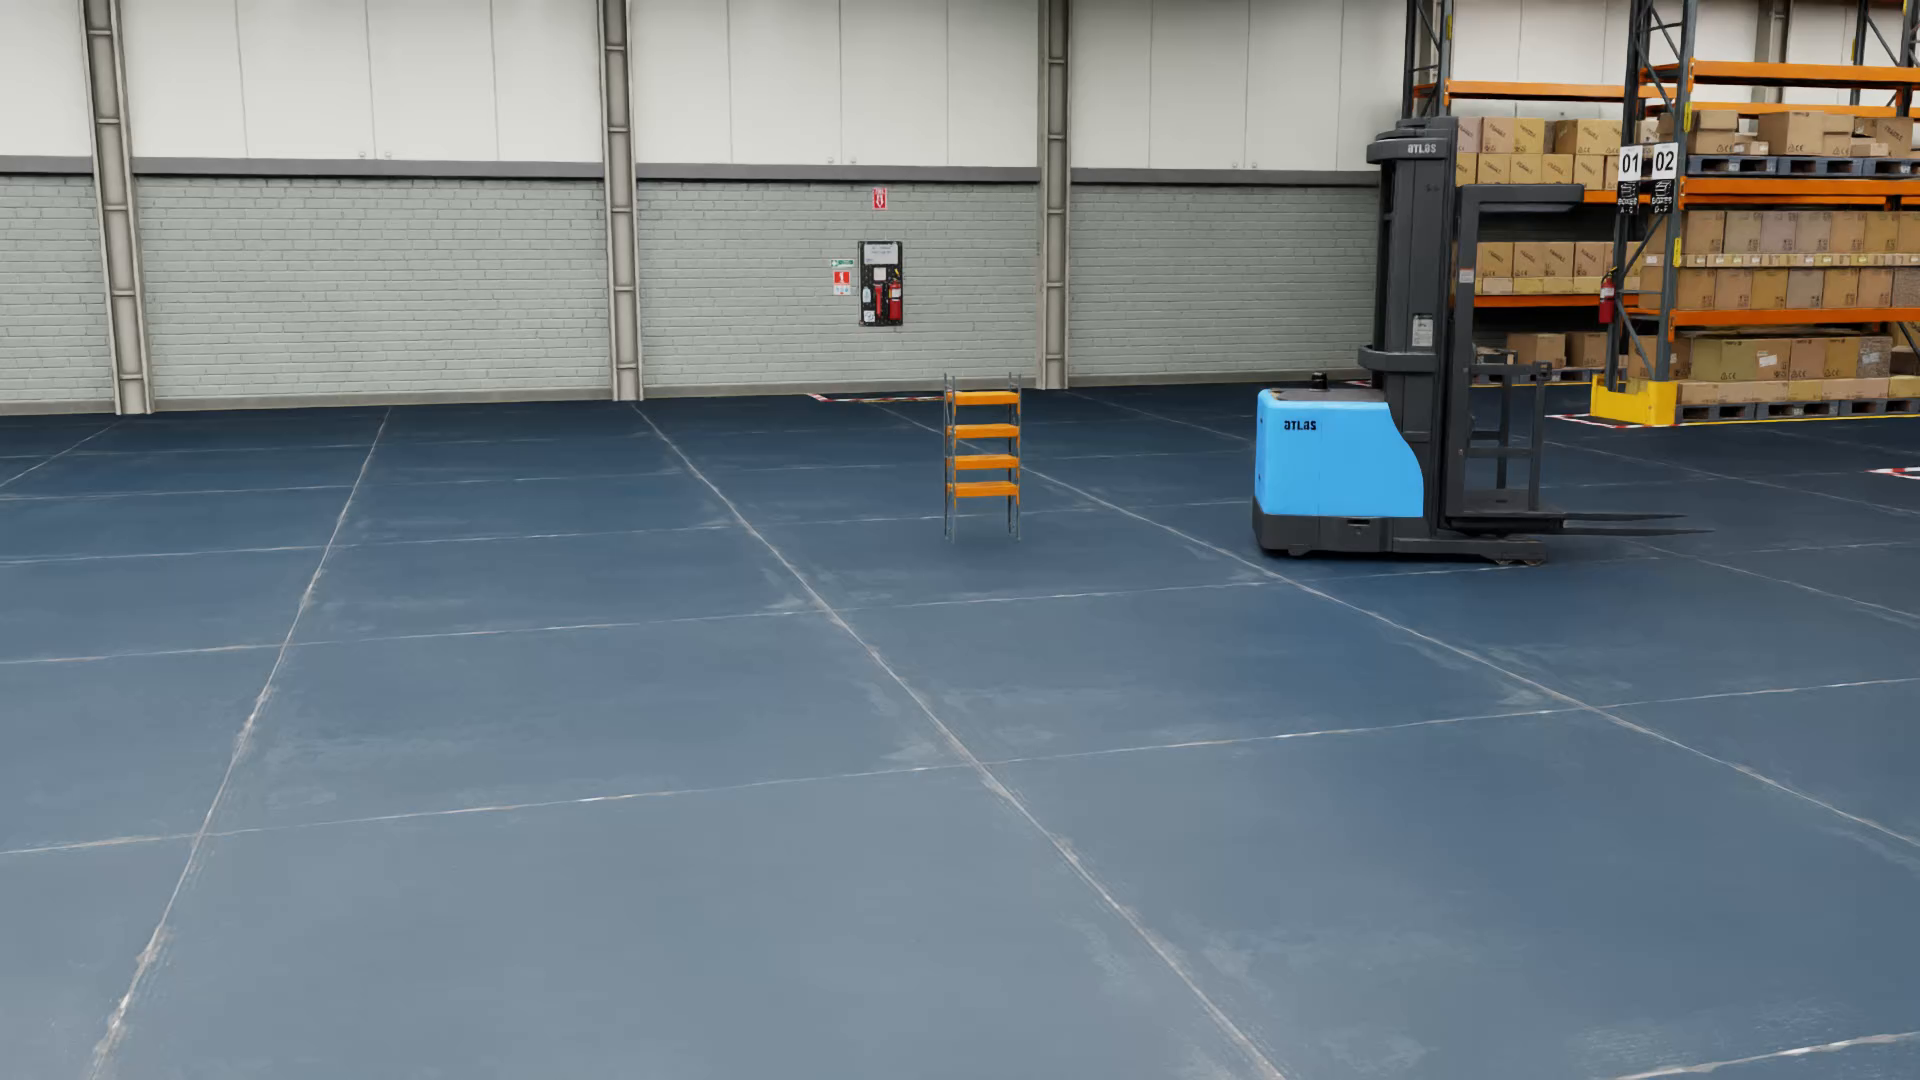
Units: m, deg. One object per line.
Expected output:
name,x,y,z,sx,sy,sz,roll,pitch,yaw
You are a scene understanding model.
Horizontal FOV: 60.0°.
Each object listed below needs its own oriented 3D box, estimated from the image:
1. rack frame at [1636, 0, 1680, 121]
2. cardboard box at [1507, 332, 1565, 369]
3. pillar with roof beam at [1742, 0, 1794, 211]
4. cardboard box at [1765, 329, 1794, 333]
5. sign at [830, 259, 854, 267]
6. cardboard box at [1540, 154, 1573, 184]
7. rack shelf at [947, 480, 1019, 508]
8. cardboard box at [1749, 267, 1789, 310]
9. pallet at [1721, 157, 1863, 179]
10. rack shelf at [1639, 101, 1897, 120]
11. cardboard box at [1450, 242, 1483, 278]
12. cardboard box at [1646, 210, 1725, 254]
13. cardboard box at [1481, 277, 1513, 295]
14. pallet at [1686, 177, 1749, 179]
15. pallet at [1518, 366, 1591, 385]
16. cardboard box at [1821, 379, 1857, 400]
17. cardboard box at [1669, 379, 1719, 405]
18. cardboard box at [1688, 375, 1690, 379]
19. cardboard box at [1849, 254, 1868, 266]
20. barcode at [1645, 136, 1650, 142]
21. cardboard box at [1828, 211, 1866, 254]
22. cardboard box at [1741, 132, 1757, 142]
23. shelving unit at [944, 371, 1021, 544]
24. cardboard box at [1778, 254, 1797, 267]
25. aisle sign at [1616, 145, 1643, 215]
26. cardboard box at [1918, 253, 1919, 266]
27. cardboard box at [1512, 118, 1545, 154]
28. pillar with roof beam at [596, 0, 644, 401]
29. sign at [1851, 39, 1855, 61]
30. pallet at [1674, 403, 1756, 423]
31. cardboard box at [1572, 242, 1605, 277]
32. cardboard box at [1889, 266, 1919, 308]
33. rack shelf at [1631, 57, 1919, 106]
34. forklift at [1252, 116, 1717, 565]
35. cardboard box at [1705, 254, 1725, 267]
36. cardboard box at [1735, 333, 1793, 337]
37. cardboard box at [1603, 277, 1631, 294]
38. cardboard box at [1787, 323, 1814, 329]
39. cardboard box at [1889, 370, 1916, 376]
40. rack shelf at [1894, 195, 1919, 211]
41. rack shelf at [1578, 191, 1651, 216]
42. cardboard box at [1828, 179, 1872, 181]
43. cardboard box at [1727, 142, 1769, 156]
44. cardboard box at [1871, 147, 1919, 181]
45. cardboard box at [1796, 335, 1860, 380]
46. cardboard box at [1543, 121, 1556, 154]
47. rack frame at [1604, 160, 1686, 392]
rack frame,10.486,-6.927,24.817,0.127,3.000,1.000,-3,11,-16
cardboard box,8.601,-2.838,24.864,0.500,0.500,0.700,-4,11,-20
pillar with roof beam,14.040,-6.465,22.311,0.400,9.000,9.100,-3,11,-16
cardboard box,12.654,-3.084,26.204,0.500,0.500,0.700,-3,11,-16
sign,-1.621,-3.804,22.865,0.331,0.109,0.001,-3,11,-16
cardboard box,8.568,-5.360,24.262,0.500,0.500,0.500,-2,11,-12
rack shelf,0.159,-0.337,12.031,0.480,0.148,0.258,-3,11,-16
cardboard box,9.467,-3.035,19.971,0.500,0.500,0.700,-3,11,-16
pallet,9.894,-4.438,19.830,1.213,0.211,1.003,-3,11,-16
rack shelf,12.407,-6.477,25.468,4.000,0.370,1.077,-3,11,-16
cardboard box,7.188,-4.051,24.052,0.500,0.500,0.500,-3,11,-16
cardboard box,8.537,-3.624,19.589,0.500,0.500,0.700,-3,11,-16
cardboard box,7.698,-3.708,24.263,0.500,0.250,0.500,-3,11,-18
pallet,11.109,-5.372,25.175,1.003,0.211,1.213,-3,11,-16
pallet,8.678,-2.502,25.056,1.213,0.211,1.003,-3,11,-16
cardboard box,10.532,-1.857,20.281,0.500,0.250,0.500,-3,11,-16
cardboard box,8.611,-1.756,19.733,0.500,0.250,0.500,-3,11,-16
cardboard box,8.943,-1.873,20.370,0.500,0.250,0.500,-3,11,-16
cardboard box,10.696,-3.381,20.061,0.250,0.149,0.380,-3,11,-16
barcode,8.189,-4.773,19.799,0.075,0.075,0.001,-3,11,-16
cardboard box,10.485,-3.728,20.152,0.500,0.500,0.700,-3,11,-16
cardboard box,9.600,-4.752,19.988,0.500,0.311,0.500,-2,11,-9
shelving unit,0.159,-0.598,11.983,0.503,1.200,0.258,-3,11,-16
cardboard box,9.707,-3.329,19.777,0.250,0.149,0.380,-3,11,-17
aisle sign,7.889,-4.239,19.608,0.004,0.787,0.394,-3,11,-16
cardboard box,11.673,-3.432,20.339,0.250,0.149,0.380,-3,11,-16
cardboard box,8.068,-5.822,24.006,0.500,0.500,0.500,-3,11,-14
pillar with roof beam,-3.242,-5.554,17.363,0.400,9.000,9.100,-3,11,-16
sign,14.168,-7.763,26.341,0.005,0.325,0.100,-3,11,-16
pallet,8.757,-1.588,20.087,1.213,0.211,1.003,-3,11,-16
cardboard box,9.155,-4.154,24.611,0.500,0.500,0.500,-3,11,-18
cardboard box,11.450,-3.141,20.547,0.500,0.500,0.700,-3,11,-17
rack shelf,9.954,-5.414,19.692,4.000,0.370,1.077,-3,11,-16
forklift,3.611,-1.374,11.415,3.031,2.935,1.130,1,10,6
cardboard box,8.724,-3.277,19.496,0.250,0.149,0.380,-3,11,-17
cardboard box,9.902,-2.293,20.581,0.500,0.500,0.500,-3,11,-16
cardboard box,9.636,-3.812,24.827,0.500,0.250,0.500,-3,11,-16
cardboard box,13.086,-3.471,26.234,0.500,0.250,0.500,-3,11,-15
cardboard box,12.192,-2.041,21.282,0.500,0.250,0.500,-3,11,-16
rack shelf,13.795,-4.338,21.027,4.000,0.370,1.077,-3,11,-16
rack shelf,8.566,-4.996,24.604,4.000,0.370,1.077,-3,11,-16
cardboard box,13.711,-5.537,25.742,0.500,0.311,0.500,-3,11,-16
cardboard box,9.213,-4.569,19.442,0.250,0.149,0.380,-3,11,-16
cardboard box,14.768,-5.953,26.325,0.500,0.500,0.700,-4,11,-20
cardboard box,10.528,-2.228,20.226,0.500,0.500,0.500,-3,11,-16
cardboard box,8.472,-5.942,24.659,0.500,0.500,0.500,-3,11,-16
rack frame,8.034,-2.913,19.584,0.127,3.000,1.000,-3,11,-16
